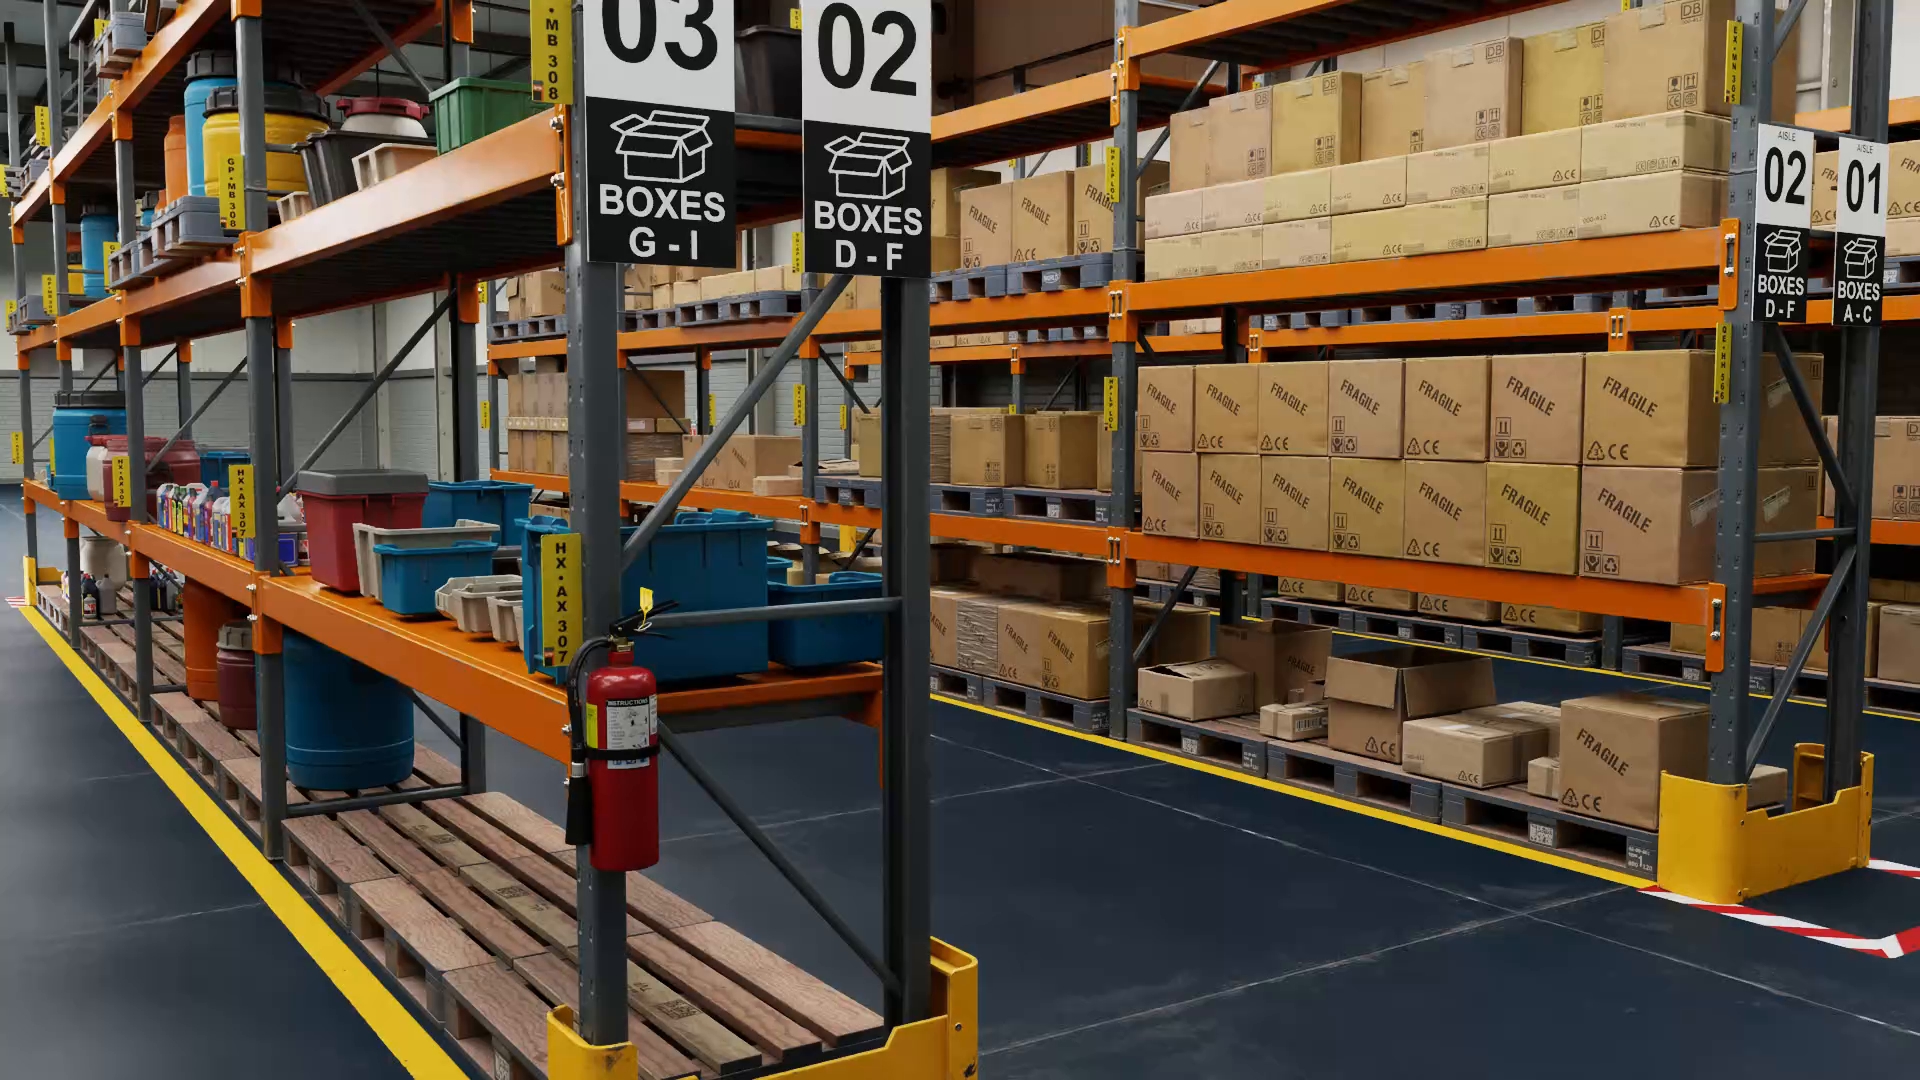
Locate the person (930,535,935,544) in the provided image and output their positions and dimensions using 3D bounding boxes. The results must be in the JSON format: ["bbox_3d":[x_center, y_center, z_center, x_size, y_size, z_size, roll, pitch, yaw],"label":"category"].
[{"bbox_3d":[-0.494,-0.412,19.988,0.555,1.792,0.404,0,5,2],"label":"person"}]
